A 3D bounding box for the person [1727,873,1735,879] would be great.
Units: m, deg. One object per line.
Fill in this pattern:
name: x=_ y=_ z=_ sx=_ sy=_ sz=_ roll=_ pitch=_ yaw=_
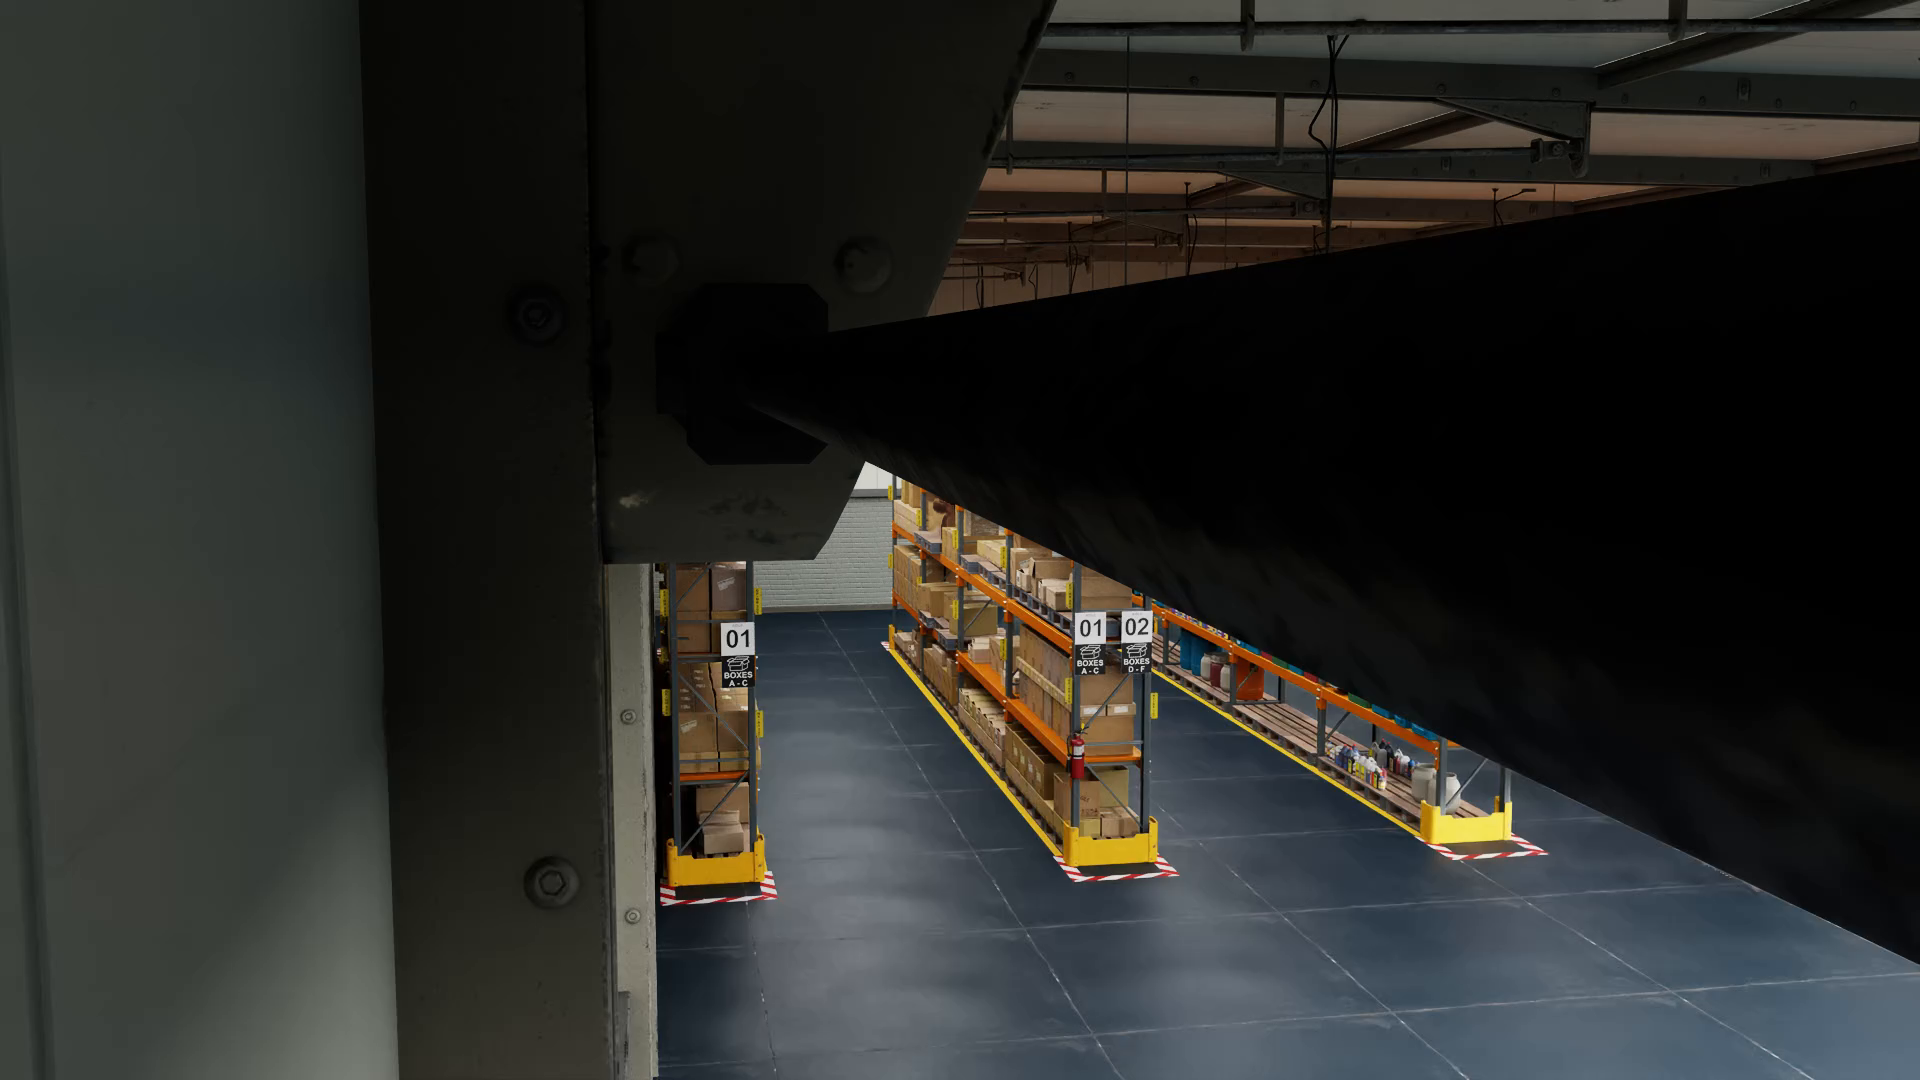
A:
person: x=9.555 y=3.364 z=19.847 sx=0.898 sy=1.628 sz=0.586 roll=2 pitch=7 yaw=18
